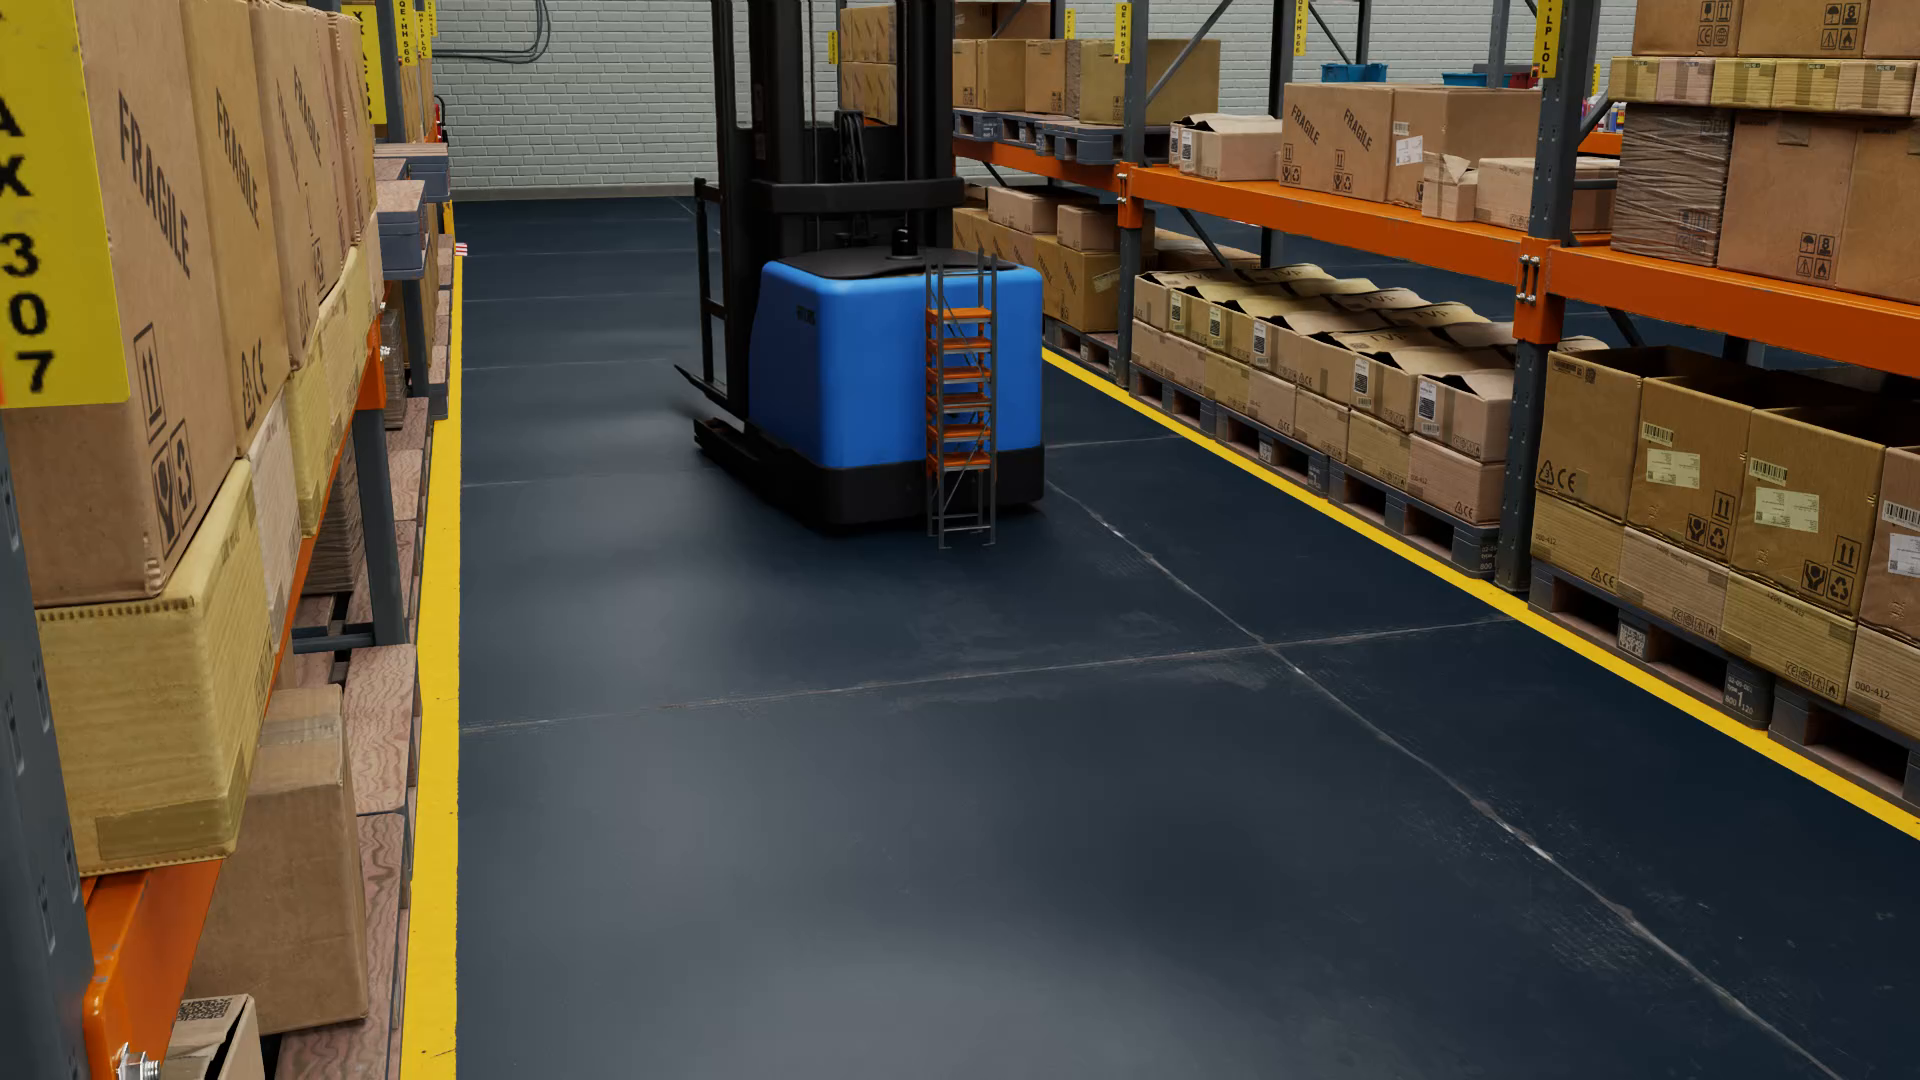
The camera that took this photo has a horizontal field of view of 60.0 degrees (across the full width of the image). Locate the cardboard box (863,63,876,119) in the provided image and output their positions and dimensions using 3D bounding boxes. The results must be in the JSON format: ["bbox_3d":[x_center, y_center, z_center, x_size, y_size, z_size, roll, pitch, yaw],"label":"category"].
[{"bbox_3d":[-0.606,-4.228,15.640,0.500,0.500,0.500,-5,17,-15],"label":"cardboard box"}]

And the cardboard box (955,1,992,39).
[{"bbox_3d":[-0.045,-4.145,13.625,0.500,0.500,0.500,-5,17,-15],"label":"cardboard box"}]

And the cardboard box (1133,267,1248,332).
[{"bbox_3d":[1.303,-1.377,9.397,0.500,0.311,0.500,-4,17,-13],"label":"cardboard box"}]

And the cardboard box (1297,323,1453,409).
[{"bbox_3d":[1.870,-0.810,7.508,0.500,0.311,0.500,-5,17,-15],"label":"cardboard box"}]

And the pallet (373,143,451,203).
[{"bbox_3d":[-3.022,-1.719,7.794,1.213,0.211,1.003,-5,17,-15],"label":"pallet"}]

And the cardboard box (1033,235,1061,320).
[{"bbox_3d":[0.817,-1.789,11.274,0.500,0.500,0.500,-5,18,-17],"label":"cardboard box"}]

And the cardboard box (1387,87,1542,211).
[{"bbox_3d":[2.201,-1.693,7.201,0.500,0.500,0.500,-3,17,-11],"label":"cardboard box"}]

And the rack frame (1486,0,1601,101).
[{"bbox_3d":[5.106,-3.889,14.686,1.000,3.000,0.127,-5,17,-15],"label":"rack frame"}]

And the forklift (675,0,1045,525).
[{"bbox_3d":[-0.701,-1.846,8.004,1.130,2.935,3.031,-7,18,-23],"label":"forklift"}]

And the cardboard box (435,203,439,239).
[{"bbox_3d":[-5.230,-3.031,15.442,0.700,0.500,0.500,-5,17,-15],"label":"cardboard box"}]

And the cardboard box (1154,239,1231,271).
[{"bbox_3d":[1.442,-1.699,10.973,0.500,0.500,0.500,-5,18,-17],"label":"cardboard box"}]

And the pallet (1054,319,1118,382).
[{"bbox_3d":[1.273,-1.266,10.801,1.003,0.211,1.213,-5,17,-15],"label":"pallet"}]

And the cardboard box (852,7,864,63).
[{"bbox_3d":[-0.737,-4.844,15.953,0.500,0.500,0.500,-5,17,-15],"label":"cardboard box"}]

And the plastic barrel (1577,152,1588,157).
[{"bbox_3d":[5.239,-2.934,14.422,0.600,0.901,0.708,-5,17,-15],"label":"plastic barrel"}]

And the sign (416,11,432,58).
[{"bbox_3d":[-3.900,-3.668,12.075,0.100,0.325,0.005,-5,17,-15],"label":"sign"}]

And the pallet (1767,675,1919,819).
[{"bbox_3d":[3.058,0.611,4.551,1.003,0.211,1.213,-5,17,-15],"label":"pallet"}]

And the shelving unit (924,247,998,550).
[{"bbox_3d":[0.004,-0.571,6.766,0.258,1.200,0.189,-5,17,-15],"label":"shelving unit"}]

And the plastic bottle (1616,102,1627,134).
[{"bbox_3d":[5.191,-3.315,12.997,0.097,0.271,0.097,0,17,0],"label":"plastic bottle"}]

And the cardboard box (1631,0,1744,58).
[{"bbox_3d":[2.669,-1.833,5.411,0.700,0.500,0.500,-5,17,-15],"label":"cardboard box"}]

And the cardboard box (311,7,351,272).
[{"bbox_3d":[-1.523,-0.806,3.344,0.500,0.500,0.500,-5,17,-17],"label":"cardboard box"}]

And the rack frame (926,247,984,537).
[{"bbox_3d":[-0.021,-0.596,6.850,0.240,1.200,0.006,-5,17,-15],"label":"rack frame"}]

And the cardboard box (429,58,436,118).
[{"bbox_3d":[-5.369,-4.216,15.251,0.980,0.700,0.700,-4,17,-13],"label":"cardboard box"}]

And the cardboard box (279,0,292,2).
[{"bbox_3d":[-3.694,-2.664,8.576,0.500,0.250,0.500,-4,17,-14],"label":"cardboard box"}]

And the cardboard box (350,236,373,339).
[{"bbox_3d":[-1.670,-0.585,3.913,0.500,0.250,0.500,-5,17,-15],"label":"cardboard box"}]

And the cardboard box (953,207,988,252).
[{"bbox_3d":[0.241,-2.359,13.172,0.500,0.500,0.500,-6,18,-18],"label":"cardboard box"}]

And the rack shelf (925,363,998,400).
[{"bbox_3d":[0.004,-0.643,6.744,0.258,0.103,0.180,-5,17,-15],"label":"rack shelf"}]

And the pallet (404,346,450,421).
[{"bbox_3d":[-3.464,-0.888,9.542,1.003,0.211,1.213,-5,17,-15],"label":"pallet"}]

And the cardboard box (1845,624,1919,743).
[{"bbox_3d":[2.785,0.397,4.465,0.500,0.250,0.500,-5,17,-15],"label":"cardboard box"}]

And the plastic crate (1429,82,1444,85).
[{"bbox_3d":[4.864,-4.298,16.149,0.437,0.282,0.530,-5,17,-15],"label":"plastic crate"}]

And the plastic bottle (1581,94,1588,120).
[{"bbox_3d":[5.041,-3.453,13.435,0.061,0.283,0.133,-5,17,-15],"label":"plastic bottle"}]

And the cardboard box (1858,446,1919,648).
[{"bbox_3d":[2.782,0.039,4.356,0.500,0.500,0.500,-5,17,-15],"label":"cardboard box"}]

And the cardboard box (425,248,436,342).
[{"bbox_3d":[-3.631,-1.628,10.164,0.750,0.750,0.750,-5,17,-16],"label":"cardboard box"}]

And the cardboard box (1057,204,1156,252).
[{"bbox_3d":[0.940,-2.020,10.741,0.500,0.250,0.500,-4,17,-13],"label":"cardboard box"}]

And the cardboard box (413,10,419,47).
[{"bbox_3d":[-4.045,-3.556,11.547,0.500,0.250,0.500,-4,17,-14],"label":"cardboard box"}]

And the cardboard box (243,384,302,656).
[{"bbox_3d":[-1.107,-0.027,2.054,0.500,0.250,0.500,-5,18,-17],"label":"cardboard box"}]

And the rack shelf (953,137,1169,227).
[{"bbox_3d":[0.892,-2.601,11.647,1.077,0.370,4.000,-5,17,-15],"label":"rack shelf"}]

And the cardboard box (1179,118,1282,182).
[{"bbox_3d":[1.501,-2.087,8.840,0.500,0.311,0.500,-5,17,-16],"label":"cardboard box"}]

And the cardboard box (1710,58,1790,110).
[{"bbox_3d":[2.571,-1.414,5.144,0.380,0.149,0.250,-5,17,-17],"label":"cardboard box"}]

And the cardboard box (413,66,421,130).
[{"bbox_3d":[-3.628,-2.780,10.269,0.500,0.500,0.500,-4,17,-14],"label":"cardboard box"}]

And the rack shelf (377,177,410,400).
[{"bbox_3d":[-2.770,-1.102,6.657,1.077,0.370,4.000,-5,17,-15],"label":"rack shelf"}]

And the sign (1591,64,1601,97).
[{"bbox_3d":[5.636,-4.065,14.789,0.100,0.325,0.005,-5,17,-15],"label":"sign"}]

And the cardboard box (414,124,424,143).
[{"bbox_3d":[-3.805,-2.713,11.170,0.380,0.149,0.250,-5,17,-15],"label":"cardboard box"}]

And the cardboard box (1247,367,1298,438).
[{"bbox_3d":[1.732,-0.684,8.066,0.500,0.250,0.500,-4,17,-14],"label":"cardboard box"}]

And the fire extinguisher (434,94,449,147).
[{"bbox_3d":[-5.116,-4.075,16.087,0.296,0.674,0.183,-5,17,-15],"label":"fire extinguisher"}]

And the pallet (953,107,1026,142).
[{"bbox_3d":[0.457,-3.177,12.648,1.003,0.211,1.213,-5,17,-15],"label":"pallet"}]

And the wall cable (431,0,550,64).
[{"bbox_3d":[-6.729,-7.191,20.648,3.097,2.526,0.112,-5,17,-15],"label":"wall cable"}]

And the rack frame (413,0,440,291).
[{"bbox_3d":[-4.419,-3.106,12.078,1.000,3.000,0.127,-5,17,-15],"label":"rack frame"}]

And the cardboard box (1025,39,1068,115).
[{"bbox_3d":[0.888,-3.264,11.700,0.700,0.500,0.500,-10,19,-29],"label":"cardboard box"}]

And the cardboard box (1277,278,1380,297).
[{"bbox_3d":[1.972,-1.276,9.062,0.500,0.311,0.500,-5,17,-16],"label":"cardboard box"}]

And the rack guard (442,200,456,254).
[{"bbox_3d":[-5.525,-3.022,16.143,1.175,0.500,0.348,-5,17,-15],"label":"rack guard"}]

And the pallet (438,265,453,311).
[{"bbox_3d":[-4.553,-1.987,13.200,1.003,0.211,1.213,-5,17,-15],"label":"pallet"}]

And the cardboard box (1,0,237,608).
[{"bbox_3d":[-0.964,-0.239,1.457,0.500,0.500,0.500,-5,17,-15],"label":"cardboard box"}]

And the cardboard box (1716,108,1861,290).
[{"bbox_3d":[2.820,-1.066,5.113,0.700,0.500,0.500,-5,17,-16],"label":"cardboard box"}]

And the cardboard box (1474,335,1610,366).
[{"bbox_3d":[2.535,-0.712,7.182,0.500,0.311,0.500,-5,17,-16],"label":"cardboard box"}]

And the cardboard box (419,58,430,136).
[{"bbox_3d":[-4.553,-3.401,12.539,0.980,0.700,0.700,-4,17,-14],"label":"cardboard box"}]
